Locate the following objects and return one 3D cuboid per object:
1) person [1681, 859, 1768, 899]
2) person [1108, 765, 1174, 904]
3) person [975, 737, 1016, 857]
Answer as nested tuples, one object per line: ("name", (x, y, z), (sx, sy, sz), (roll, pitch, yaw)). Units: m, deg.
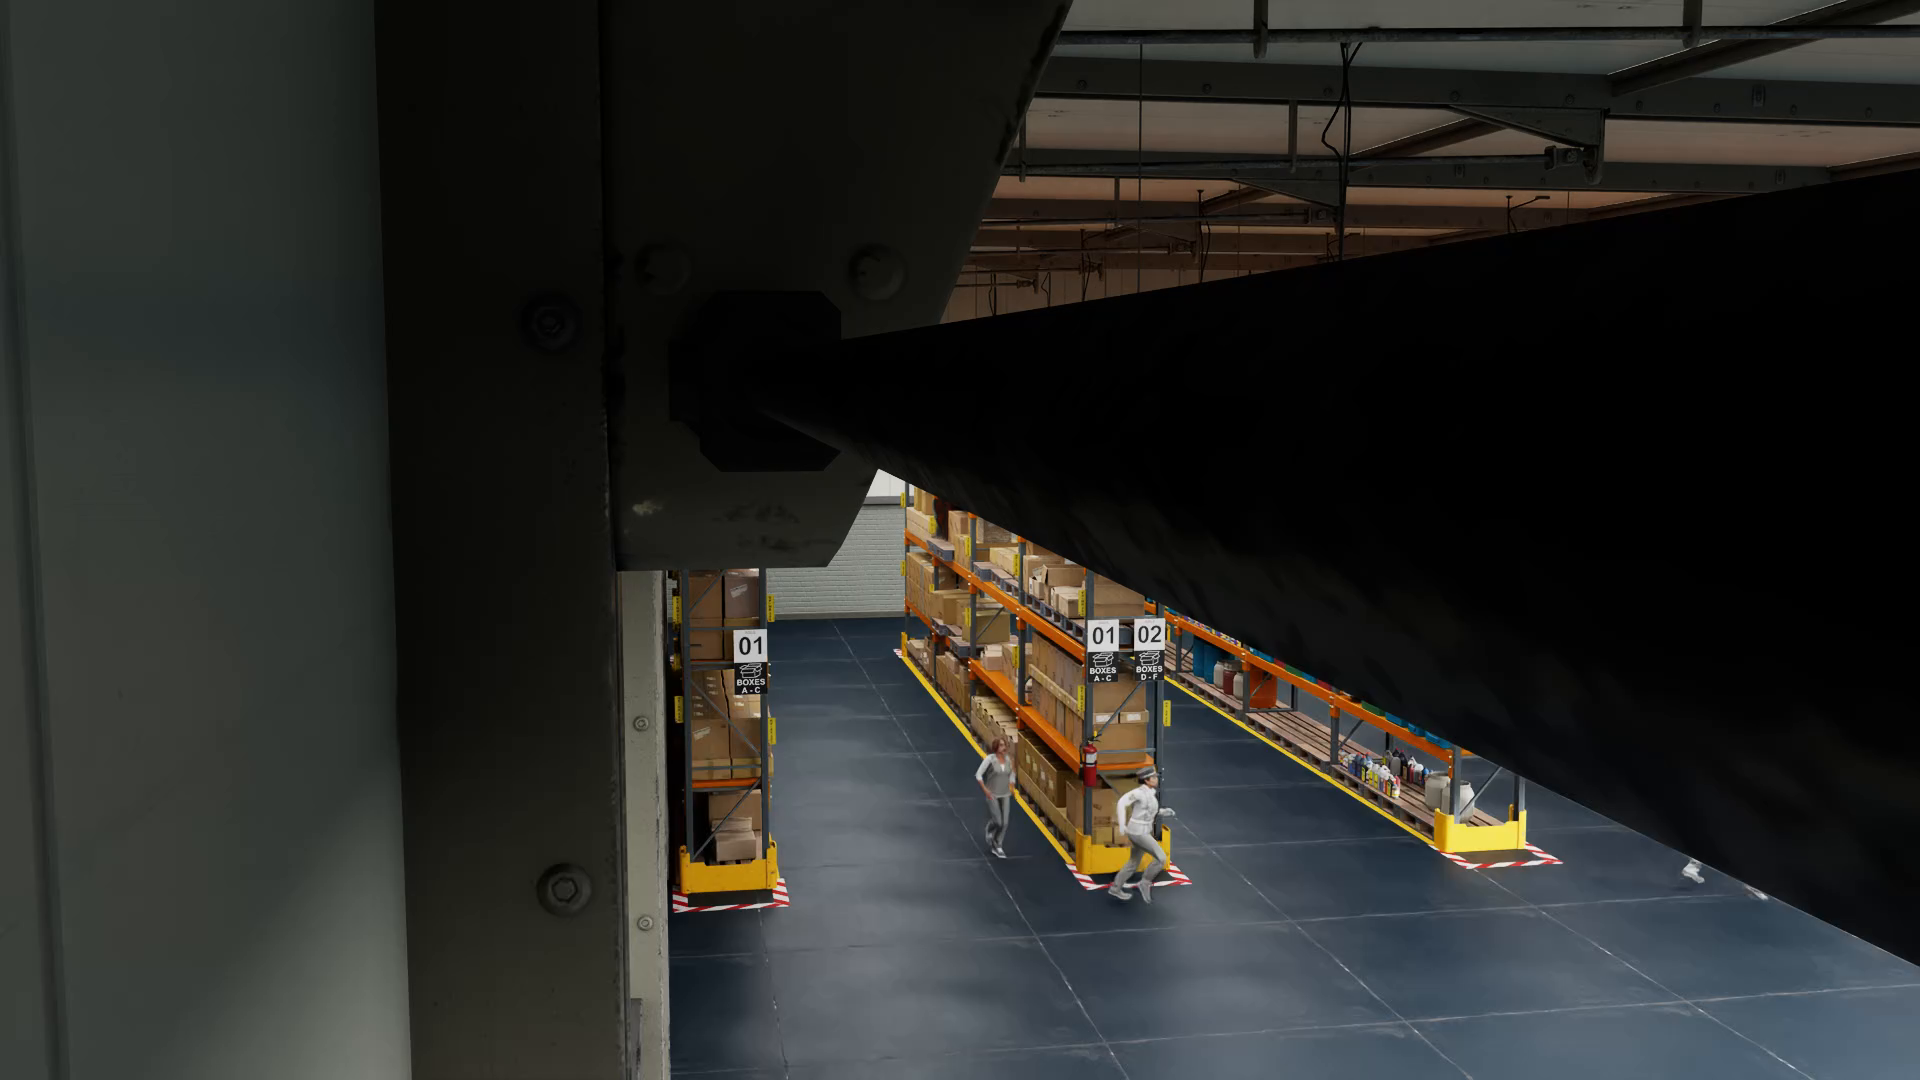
("person", (9.253, 3.449, 19.954), (1.053, 1.731, 0.706), (2, 6, 22))
("person", (2.110, 3.458, 19.590), (0.737, 1.662, 0.640), (2, 6, 20))
("person", (0.481, 3.329, 21.590), (0.538, 1.565, 0.500), (-3, 7, -25))
